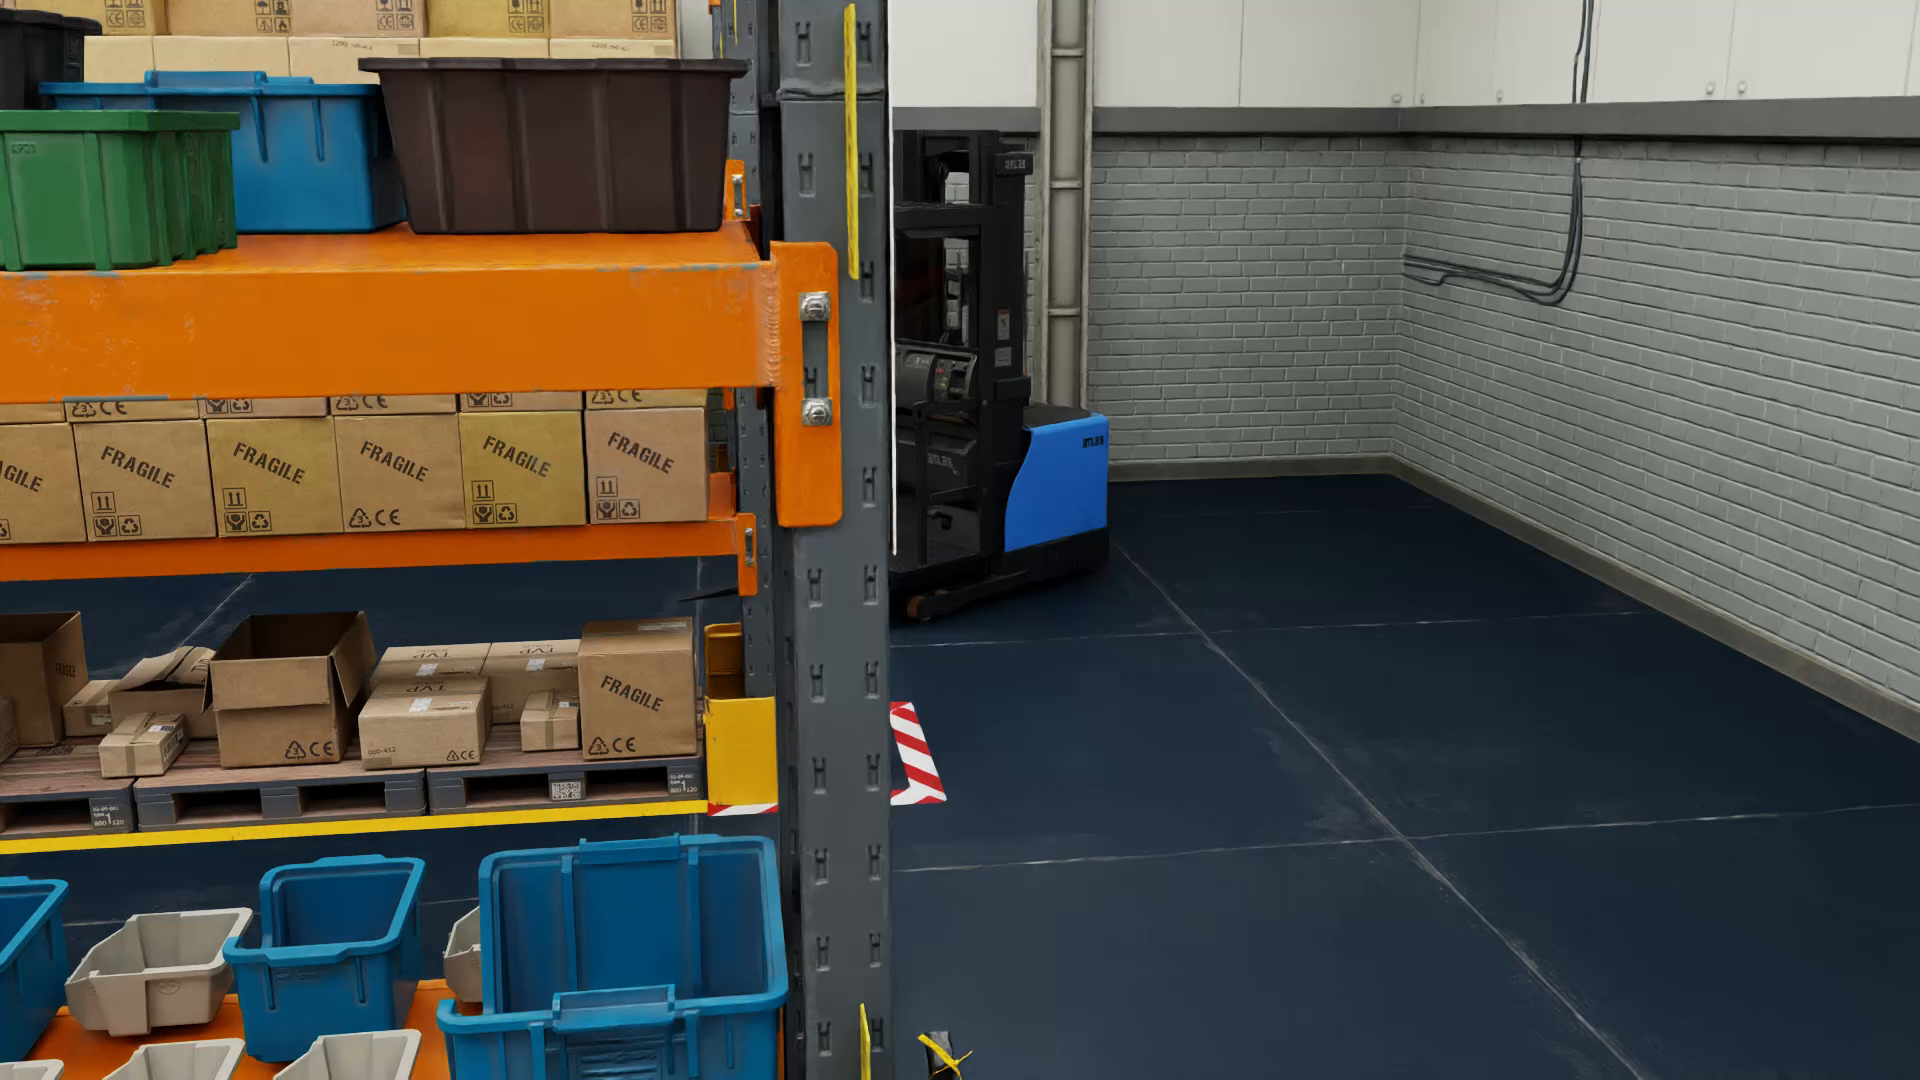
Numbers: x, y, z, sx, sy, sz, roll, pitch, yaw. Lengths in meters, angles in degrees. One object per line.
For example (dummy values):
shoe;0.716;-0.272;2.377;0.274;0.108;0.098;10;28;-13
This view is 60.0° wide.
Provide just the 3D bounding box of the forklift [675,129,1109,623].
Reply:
forklift;-0.389;-1.055;10.403;3.031;2.935;1.130;-13;19;-43

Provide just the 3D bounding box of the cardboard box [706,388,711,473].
cardboard box;-1.444;-0.504;7.858;0.500;0.500;0.500;-2;14;-7

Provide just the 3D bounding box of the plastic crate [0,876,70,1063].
plastic crate;-1.827;0.813;3.033;0.300;0.233;0.416;-2;14;-8

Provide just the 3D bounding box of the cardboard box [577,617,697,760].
cardboard box;-1.467;0.670;7.617;0.500;0.500;0.500;-2;14;-8

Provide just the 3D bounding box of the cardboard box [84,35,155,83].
cardboard box;-3.413;-1.879;6.663;0.500;0.250;0.500;-2;14;-8

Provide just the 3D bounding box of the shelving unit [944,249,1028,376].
shelving unit;0.180;-1.038;12.043;0.503;2.100;0.431;-4;15;-17

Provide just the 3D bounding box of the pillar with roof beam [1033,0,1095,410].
pillar with roof beam;1.474;-3.780;8.793;0.400;9.000;9.100;-2;14;-8

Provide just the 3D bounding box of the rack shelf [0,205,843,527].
rack shelf;-2.210;-0.250;2.364;4.000;0.370;1.077;-2;14;-8

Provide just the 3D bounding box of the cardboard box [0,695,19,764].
cardboard box;-4.474;0.865;7.230;0.500;0.311;0.500;-2;14;-8

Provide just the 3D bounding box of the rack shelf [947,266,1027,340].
rack shelf;0.180;-1.703;11.876;0.480;0.518;0.431;-4;15;-17

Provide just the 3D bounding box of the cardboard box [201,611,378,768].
cardboard box;-3.065;0.665;7.630;0.637;0.503;0.797;-2;14;-8

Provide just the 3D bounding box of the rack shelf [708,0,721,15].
rack shelf;-3.686;-3.894;11.550;4.000;0.370;1.077;-2;14;-8

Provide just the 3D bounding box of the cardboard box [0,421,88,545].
cardboard box;-3.871;-0.284;6.981;0.500;0.500;0.500;-2;14;-7

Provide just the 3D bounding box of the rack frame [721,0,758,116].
rack frame;-0.966;-3.318;6.952;0.127;3.000;1.000;-2;14;-8

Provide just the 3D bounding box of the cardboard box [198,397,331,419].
cardboard box;-2.885;-0.802;6.992;0.500;0.500;0.500;-2;14;-7

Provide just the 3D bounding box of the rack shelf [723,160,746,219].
rack shelf;-2.944;-1.441;7.115;4.000;0.370;1.077;-2;14;-8

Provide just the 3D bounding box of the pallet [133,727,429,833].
pallet;-3.033;1.020;7.721;1.213;0.211;1.003;-2;14;-8

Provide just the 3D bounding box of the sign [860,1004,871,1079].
sign;-0.134;0.836;2.385;0.005;0.325;0.100;-2;14;-8

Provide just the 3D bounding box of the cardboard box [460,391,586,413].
cardboard box;-1.865;-0.841;7.146;0.500;0.500;0.500;-2;14;-7

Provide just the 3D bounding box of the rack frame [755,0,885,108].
rack frame;-0.232;-2.126;2.200;0.127;3.000;1.000;-2;14;-8

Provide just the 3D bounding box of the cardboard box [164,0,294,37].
cardboard box;-2.966;-2.336;6.944;0.500;0.500;0.700;-2;14;-8

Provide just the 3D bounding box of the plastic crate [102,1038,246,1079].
plastic crate;-1.300;0.963;2.635;0.243;0.136;0.396;-2;14;-8

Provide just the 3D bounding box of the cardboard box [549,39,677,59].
cardboard box;-1.436;-1.953;6.955;0.500;0.250;0.500;-2;14;-8

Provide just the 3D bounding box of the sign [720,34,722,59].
sign;-1.641;-3.314;11.447;0.005;0.325;0.100;-2;14;-8

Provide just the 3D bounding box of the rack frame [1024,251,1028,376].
rack frame;0.413;-1.055;12.113;0.015;2.100;0.400;-4;15;-17

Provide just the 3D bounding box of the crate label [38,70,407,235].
crate label;-1.193;-0.643;2.760;0.502;0.251;0.408;-2;14;-8

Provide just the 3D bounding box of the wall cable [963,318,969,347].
wall cable;-0.583;-2.366;13.401;1.851;1.984;0.084;-2;14;-8

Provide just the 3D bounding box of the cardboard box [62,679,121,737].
cardboard box;-4.039;0.790;7.863;0.250;0.149;0.380;-2;14;-8

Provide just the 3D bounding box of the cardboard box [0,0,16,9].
cardboard box;-3.931;-2.262;6.648;0.500;0.500;0.700;-2;14;-8

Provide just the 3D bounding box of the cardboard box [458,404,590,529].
cardboard box;-1.881;-0.355;7.265;0.500;0.500;0.500;-2;14;-8

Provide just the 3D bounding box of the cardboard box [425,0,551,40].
cardboard box;-1.979;-2.376;7.102;0.500;0.500;0.700;-2;14;-8

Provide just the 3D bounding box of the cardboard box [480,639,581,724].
cardboard box;-2.041;0.682;8.084;0.500;0.250;0.500;-2;14;-8

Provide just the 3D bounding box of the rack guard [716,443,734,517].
rack guard;-1.684;-0.388;12.740;0.348;0.500;1.175;-2;14;-8

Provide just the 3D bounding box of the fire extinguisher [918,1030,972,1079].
fire extinguisher;-0.015;1.106;2.571;0.183;0.674;0.296;-2;14;-8

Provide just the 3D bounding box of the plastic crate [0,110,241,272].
plastic crate;-1.165;-0.464;2.175;0.336;0.188;0.450;-2;14;-8

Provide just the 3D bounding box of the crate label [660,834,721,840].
crate label;-0.525;0.766;3.223;0.303;0.233;0.416;-2;14;-8

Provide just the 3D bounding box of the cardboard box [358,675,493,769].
cardboard box;-2.411;0.819;7.539;0.500;0.250;0.500;-2;14;-8

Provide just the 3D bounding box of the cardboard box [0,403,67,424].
cardboard box;-3.904;-0.765;6.843;0.500;0.500;0.500;-3;14;-10

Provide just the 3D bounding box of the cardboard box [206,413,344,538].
cardboard box;-2.874;-0.320;7.126;0.500;0.500;0.500;-2;14;-9

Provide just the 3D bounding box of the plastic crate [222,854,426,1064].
plastic crate;-1.176;0.790;3.128;0.300;0.233;0.416;-2;14;-8

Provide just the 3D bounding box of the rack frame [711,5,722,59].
rack frame;-1.708;-4.509;11.703;0.127;3.000;1.000;-2;14;-8

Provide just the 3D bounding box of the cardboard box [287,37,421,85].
cardboard box;-2.426;-1.917;6.814;0.500;0.250;0.500;-2;14;-8
